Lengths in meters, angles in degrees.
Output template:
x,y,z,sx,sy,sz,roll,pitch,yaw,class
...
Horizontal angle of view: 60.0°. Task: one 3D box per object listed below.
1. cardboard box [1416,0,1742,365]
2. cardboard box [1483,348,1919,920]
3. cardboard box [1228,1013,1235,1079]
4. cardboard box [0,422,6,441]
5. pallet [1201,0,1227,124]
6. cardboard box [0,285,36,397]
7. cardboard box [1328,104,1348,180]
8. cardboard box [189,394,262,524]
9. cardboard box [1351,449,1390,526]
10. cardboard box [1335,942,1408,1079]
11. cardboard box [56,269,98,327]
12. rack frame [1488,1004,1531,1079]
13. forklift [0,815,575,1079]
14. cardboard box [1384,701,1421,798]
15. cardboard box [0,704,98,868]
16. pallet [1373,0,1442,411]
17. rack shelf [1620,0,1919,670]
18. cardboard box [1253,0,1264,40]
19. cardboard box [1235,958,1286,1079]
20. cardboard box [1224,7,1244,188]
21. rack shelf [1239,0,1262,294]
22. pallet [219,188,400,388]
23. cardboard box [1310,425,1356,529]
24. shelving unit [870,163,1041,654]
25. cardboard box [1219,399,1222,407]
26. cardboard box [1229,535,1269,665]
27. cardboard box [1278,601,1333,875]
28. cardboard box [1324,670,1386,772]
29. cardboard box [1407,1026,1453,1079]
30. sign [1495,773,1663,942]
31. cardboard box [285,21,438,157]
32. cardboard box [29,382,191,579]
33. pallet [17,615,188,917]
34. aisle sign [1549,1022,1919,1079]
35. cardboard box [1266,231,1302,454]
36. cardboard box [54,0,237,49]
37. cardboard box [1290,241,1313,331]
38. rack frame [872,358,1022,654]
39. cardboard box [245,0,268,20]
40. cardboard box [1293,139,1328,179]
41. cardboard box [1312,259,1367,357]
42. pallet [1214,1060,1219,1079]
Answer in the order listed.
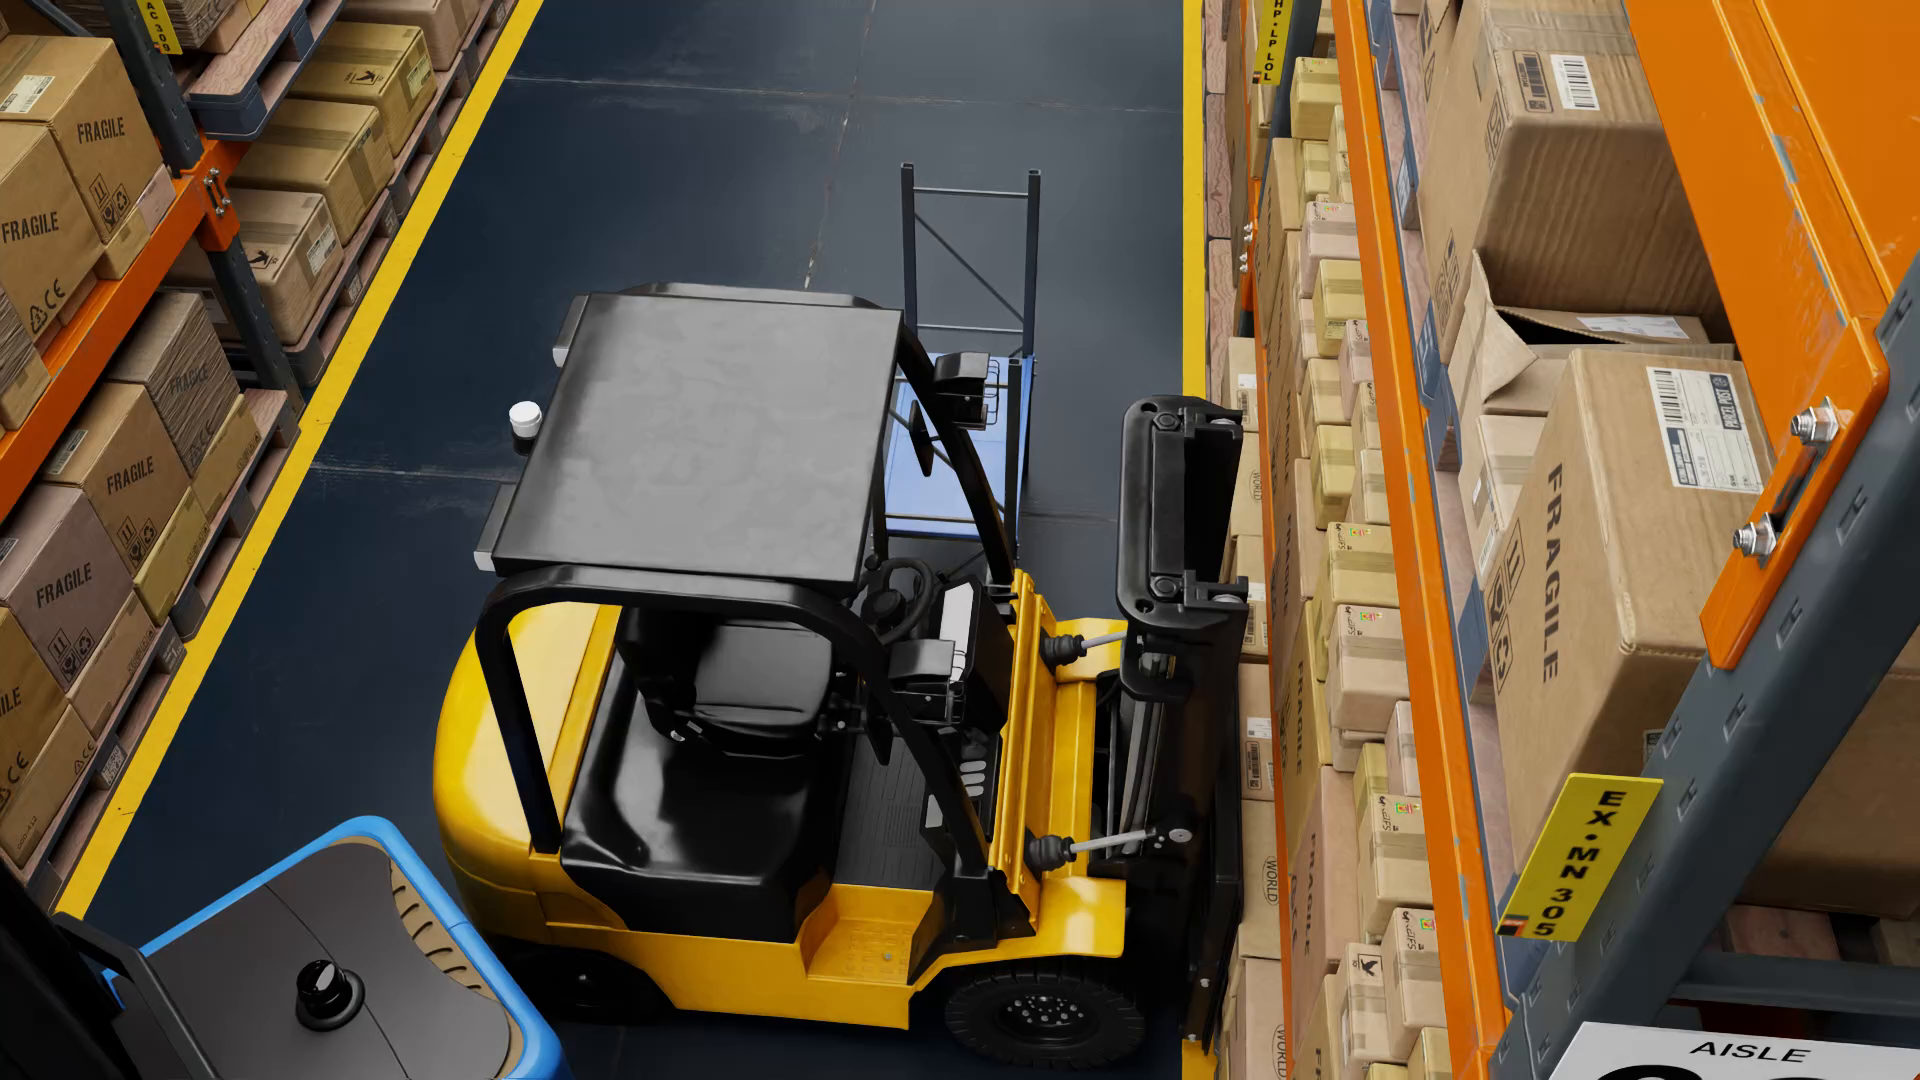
x,y,z,sx,sy,sz,roll,pitch,yaw,class
1.203,-0.625,2.836,0.700,0.500,0.500,4,48,4,cardboard box
1.010,0.120,2.154,0.500,0.500,0.500,5,48,5,cardboard box
1.002,1.555,4.535,0.500,0.250,0.500,3,48,3,cardboard box
-3.234,-0.312,5.173,0.380,0.149,0.250,3,48,3,cardboard box
1.828,-2.652,9.032,1.003,0.211,1.213,4,48,4,pallet
-3.242,-0.617,5.012,0.500,0.500,0.500,5,48,5,cardboard box
1.336,-1.195,5.101,0.380,0.149,0.250,5,48,4,cardboard box
-3.153,-0.348,6.614,0.500,0.250,0.500,6,48,5,cardboard box
1.169,-0.074,4.076,0.380,0.149,0.250,4,48,4,cardboard box
0.959,0.968,3.325,0.380,0.149,0.250,5,48,4,cardboard box
-3.209,-0.875,5.688,0.380,0.149,0.250,4,48,4,cardboard box
1.213,1.684,3.177,1.000,3.000,0.127,4,48,4,rack frame
-2.421,1.464,3.425,3.031,2.935,1.130,-33,56,-27,forklift
1.120,0.498,3.553,0.380,0.149,0.250,4,48,4,cardboard box
-3.291,0.788,5.575,0.500,0.250,0.500,7,48,6,cardboard box
1.411,-0.716,3.399,1.003,0.211,1.213,4,48,4,pallet
1.395,-1.433,2.721,1.077,0.370,4.000,4,48,4,rack shelf
1.407,-2.130,6.428,0.500,0.250,0.500,3,48,3,cardboard box
0.985,1.398,4.340,0.500,0.250,0.500,5,48,4,cardboard box
1.758,-2.102,7.965,0.875,0.625,0.625,2,48,2,cardboard box
1.759,-2.483,7.475,1.077,0.370,4.000,4,48,4,rack shelf
-3.297,-1.218,7.721,1.003,0.211,1.213,4,48,4,pallet
1.125,-0.157,4.353,0.380,0.149,0.250,3,48,3,cardboard box
-0.008,-0.443,6.139,0.538,1.500,1.048,4,48,4,shelving unit
1.226,-0.303,6.235,0.500,0.250,0.500,4,48,3,cardboard box
1.130,0.269,5.372,0.500,0.250,0.500,5,48,5,cardboard box
1.099,0.513,4.180,0.500,0.500,0.500,3,48,3,cardboard box
1.055,0.400,3.844,0.380,0.149,0.250,2,48,2,cardboard box
1.035,1.053,3.045,0.380,0.149,0.250,4,48,4,cardboard box
0.673,0.353,1.816,0.100,0.325,0.005,4,48,4,sign
-3.197,-2.267,8.287,0.950,0.372,0.625,5,48,5,cardboard box
-3.198,-0.227,5.995,0.500,0.500,0.500,5,48,4,cardboard box
-3.501,0.749,5.922,1.003,0.211,1.213,4,48,4,pallet
0.914,0.835,2.192,0.394,0.787,0.004,4,48,4,aisle sign
1.246,-0.597,5.195,0.500,0.500,0.500,5,48,4,cardboard box
-3.038,-2.188,6.164,0.500,0.500,0.500,5,48,4,cardboard box
1.172,-0.732,4.879,0.380,0.149,0.250,5,48,4,cardboard box
-0.054,-0.070,5.798,0.500,1.500,0.032,4,48,4,rack frame
-2.970,-2.211,6.626,0.380,0.149,0.250,5,48,4,cardboard box
1.286,-1.292,5.391,0.380,0.149,0.250,3,48,3,cardboard box
1.182,-0.633,4.588,0.380,0.149,0.250,3,48,3,cardboard box
1.241,2.060,4.723,1.003,0.211,1.213,4,48,4,pallet
